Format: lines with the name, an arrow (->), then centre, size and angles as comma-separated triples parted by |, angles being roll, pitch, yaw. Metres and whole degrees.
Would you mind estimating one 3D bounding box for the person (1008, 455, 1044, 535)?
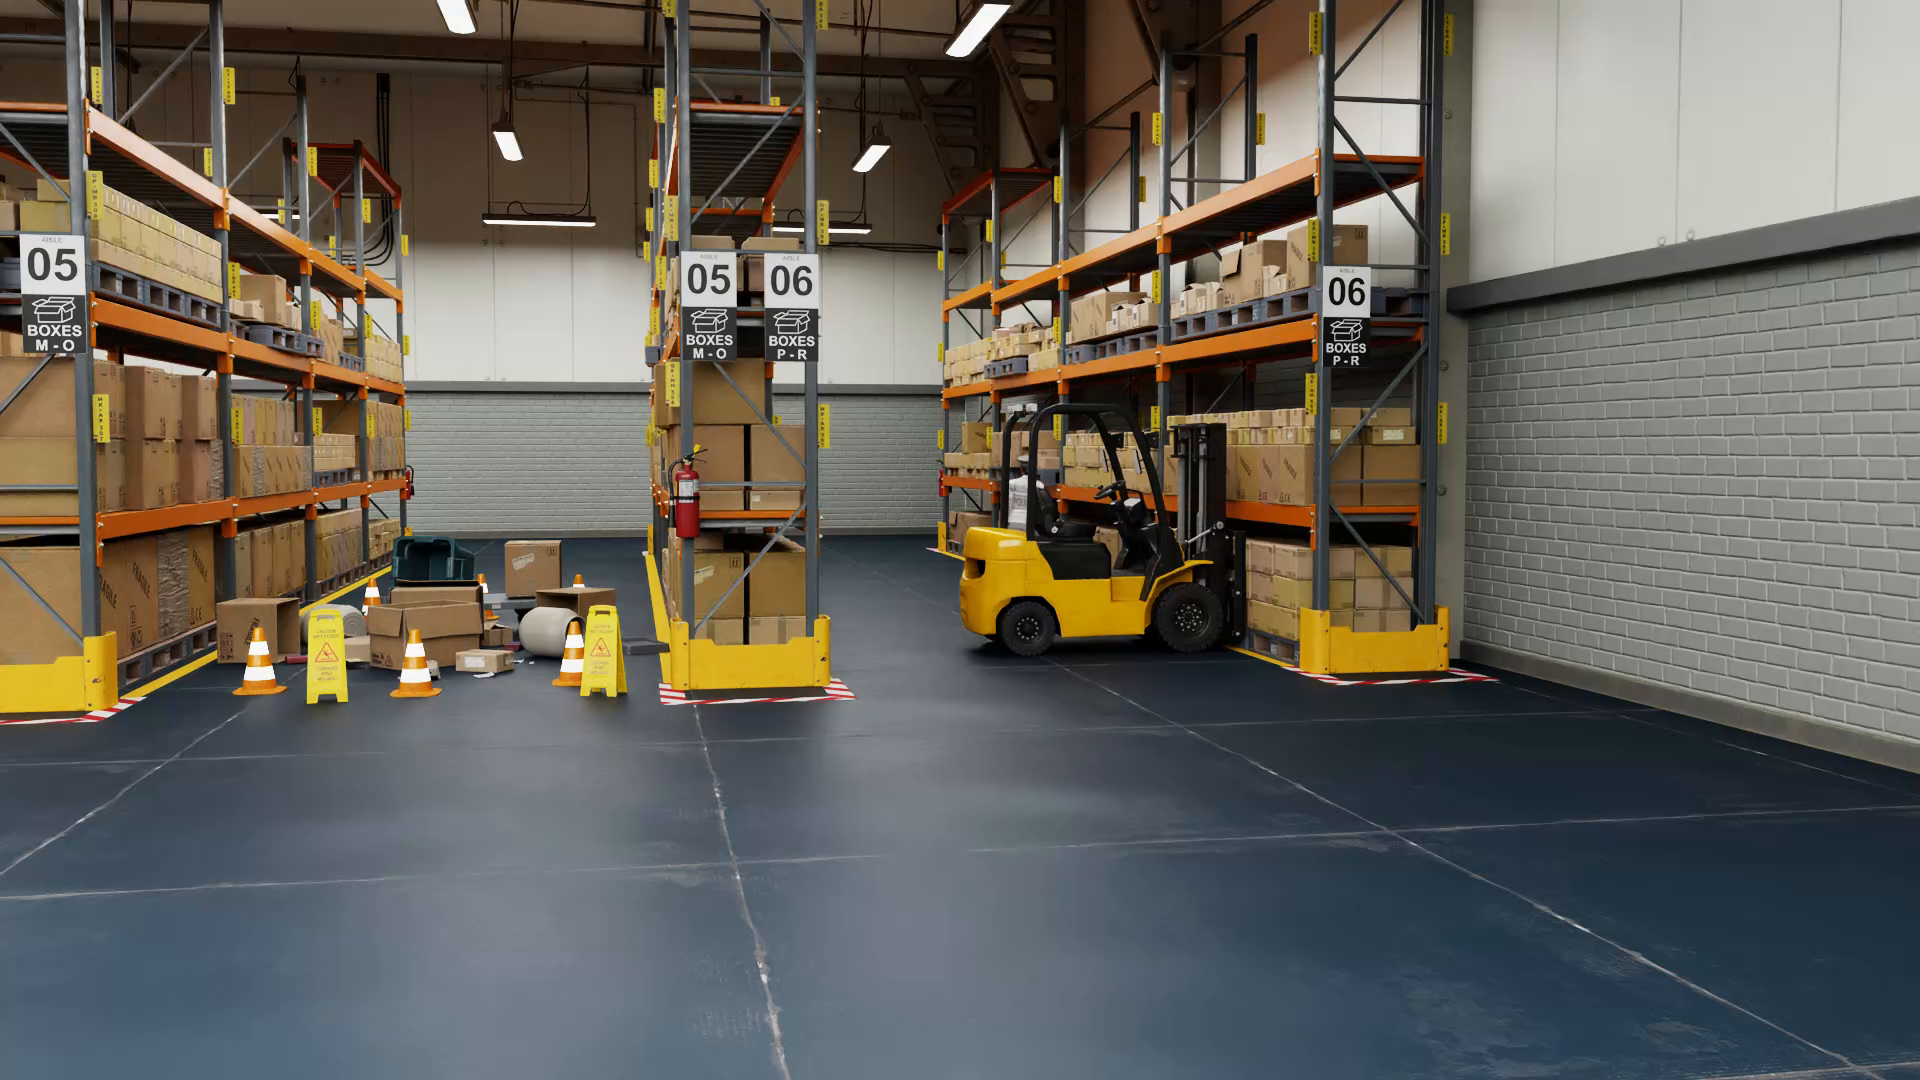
person -> 0.734, -0.106, 18.748 | 0.497, 1.702, 0.334 | 1, 3, 17
